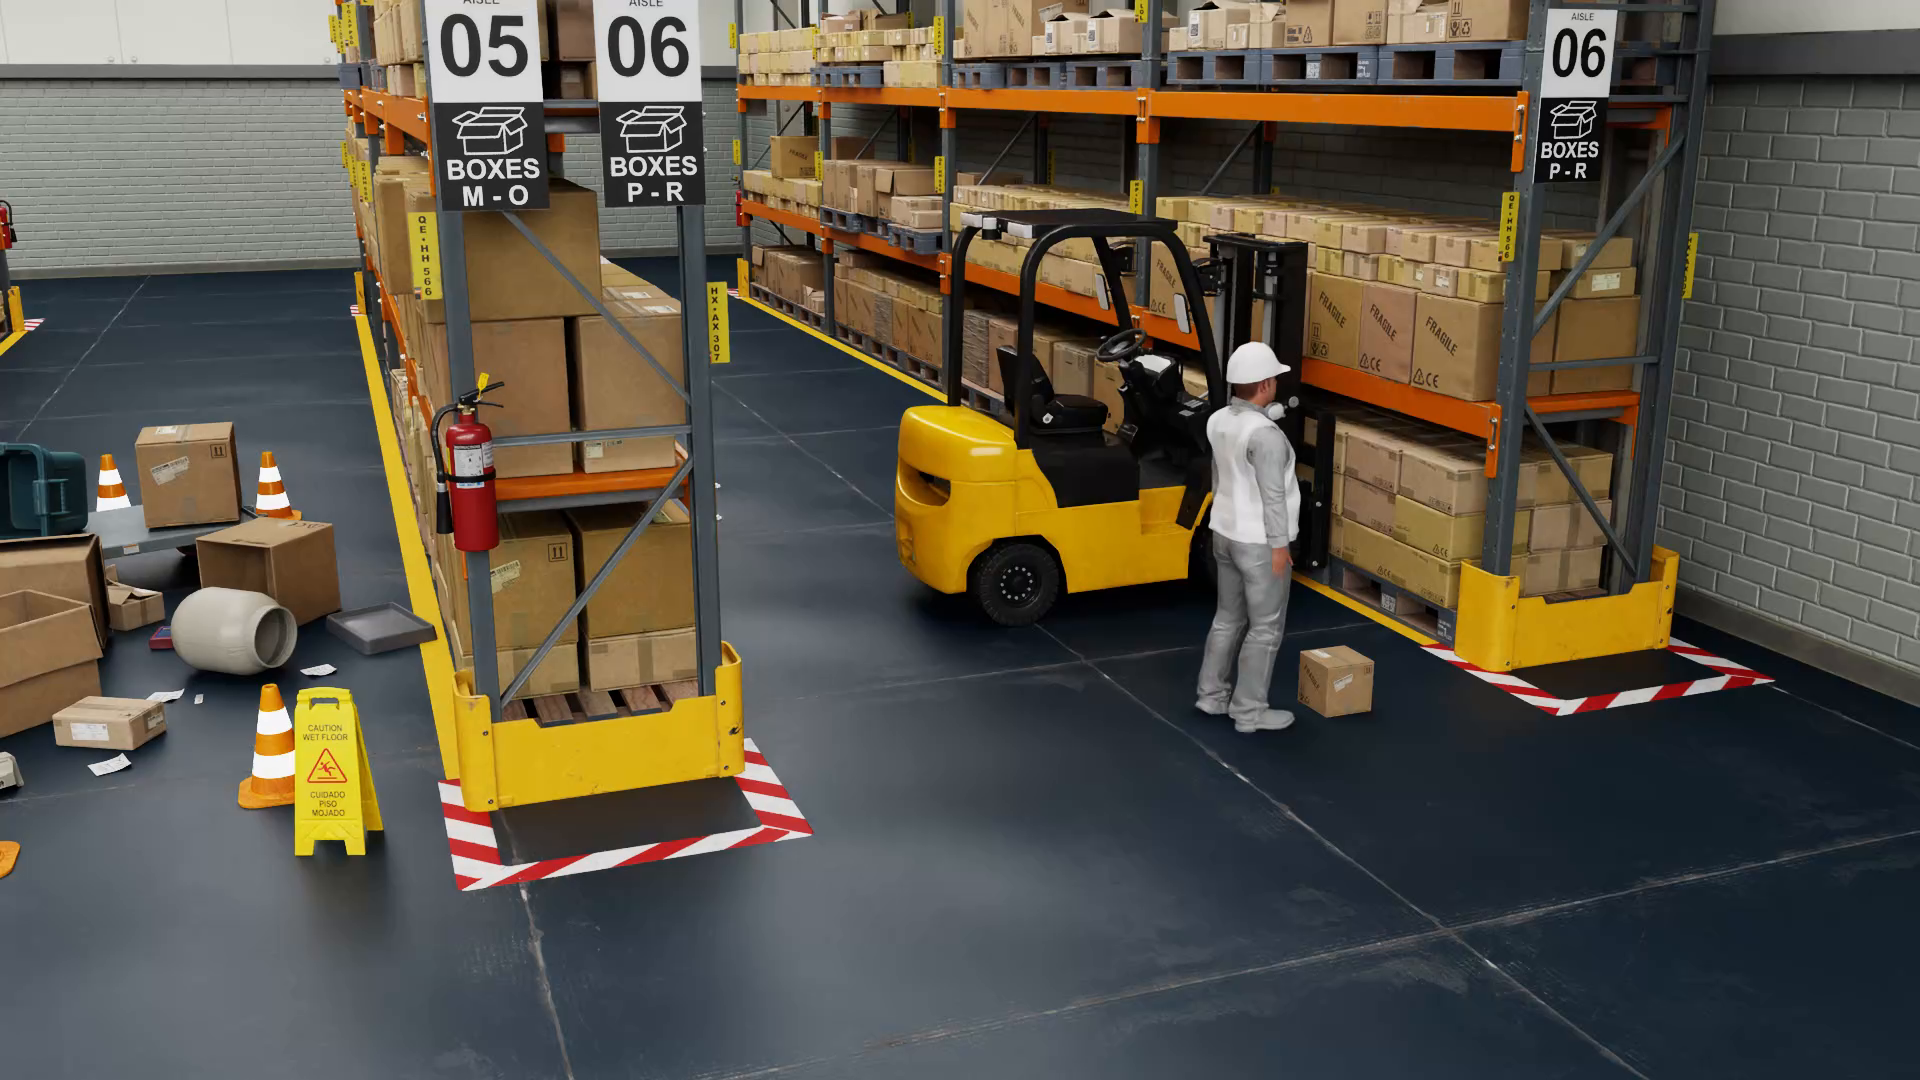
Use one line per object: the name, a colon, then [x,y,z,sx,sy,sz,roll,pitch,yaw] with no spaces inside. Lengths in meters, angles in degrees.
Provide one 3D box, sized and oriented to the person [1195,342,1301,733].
person: [1.327,0.018,7.556,0.371,1.843,0.534,-5,16,-19]
